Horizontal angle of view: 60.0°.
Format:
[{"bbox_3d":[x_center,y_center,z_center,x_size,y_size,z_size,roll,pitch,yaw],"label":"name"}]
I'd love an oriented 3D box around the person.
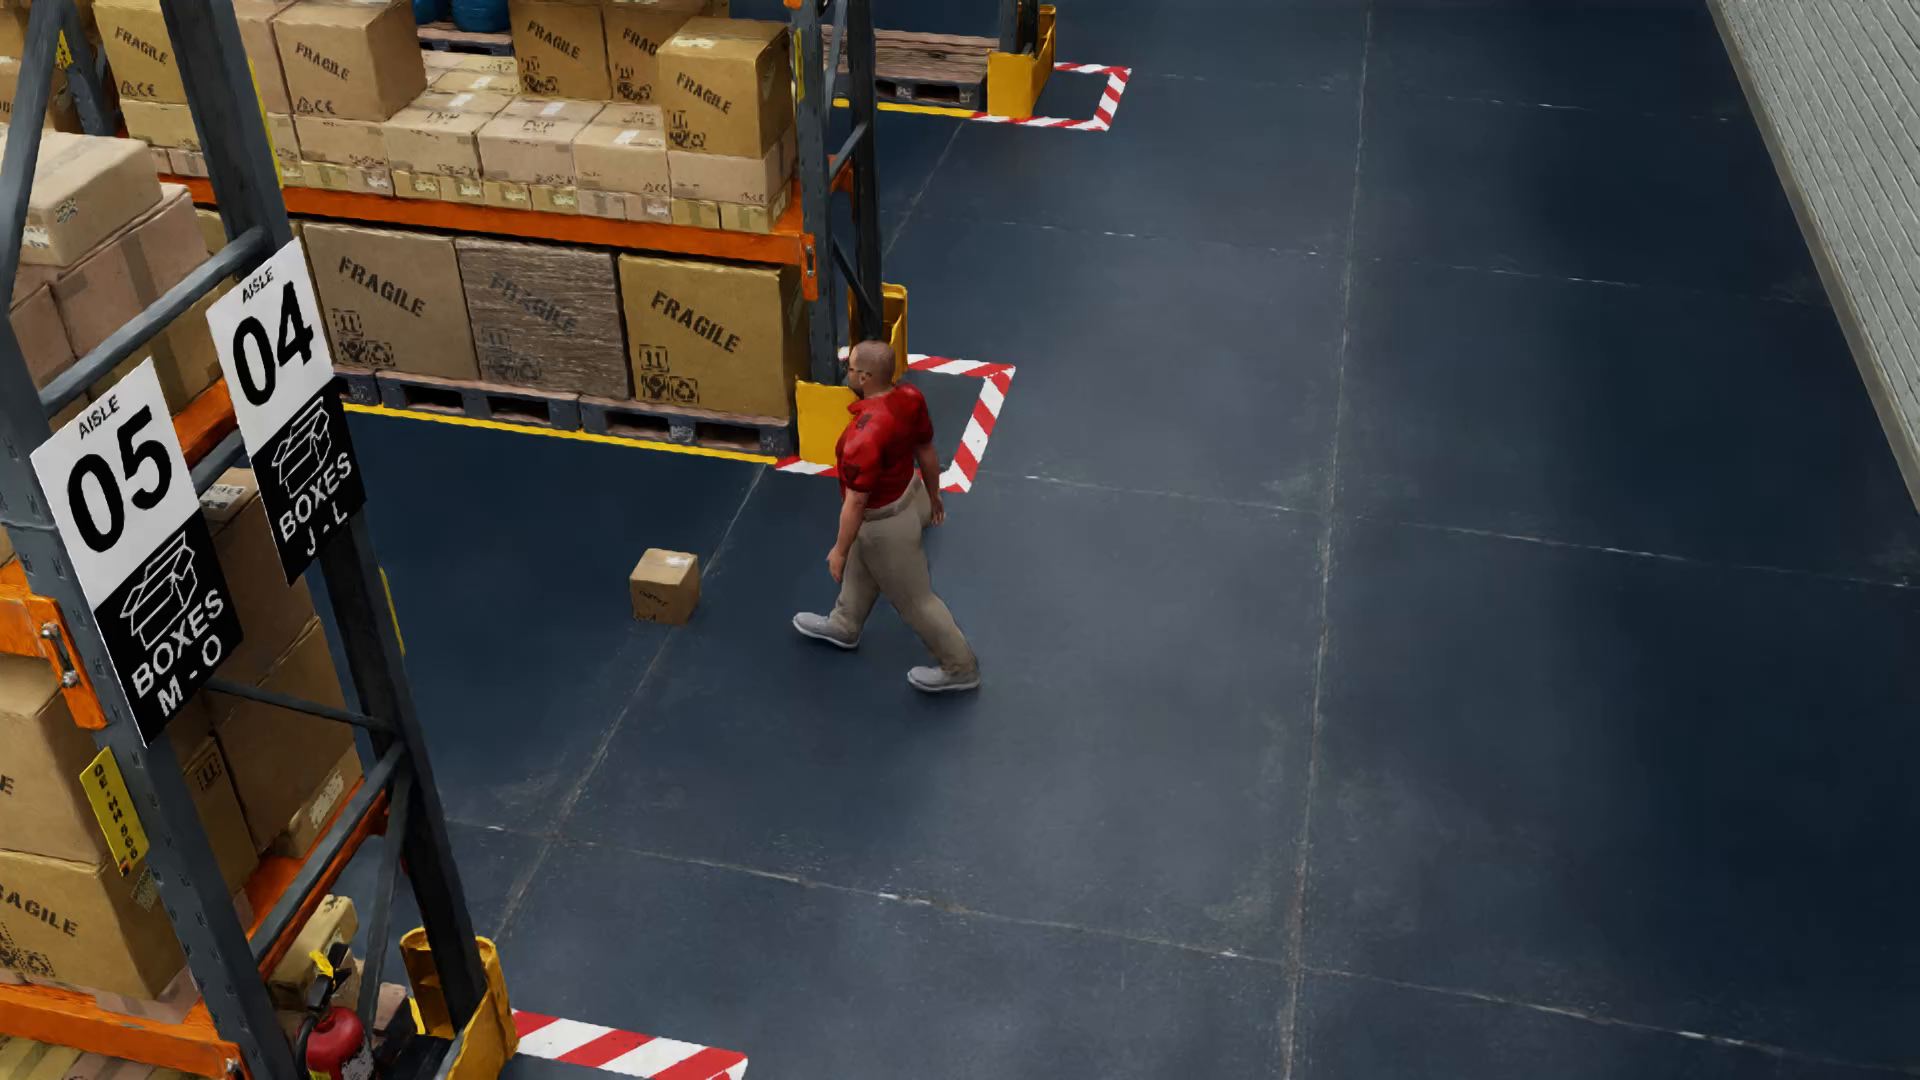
[{"bbox_3d":[-0.363,-0.093,7.119,0.963,1.686,0.605,12,38,16],"label":"person"}]
